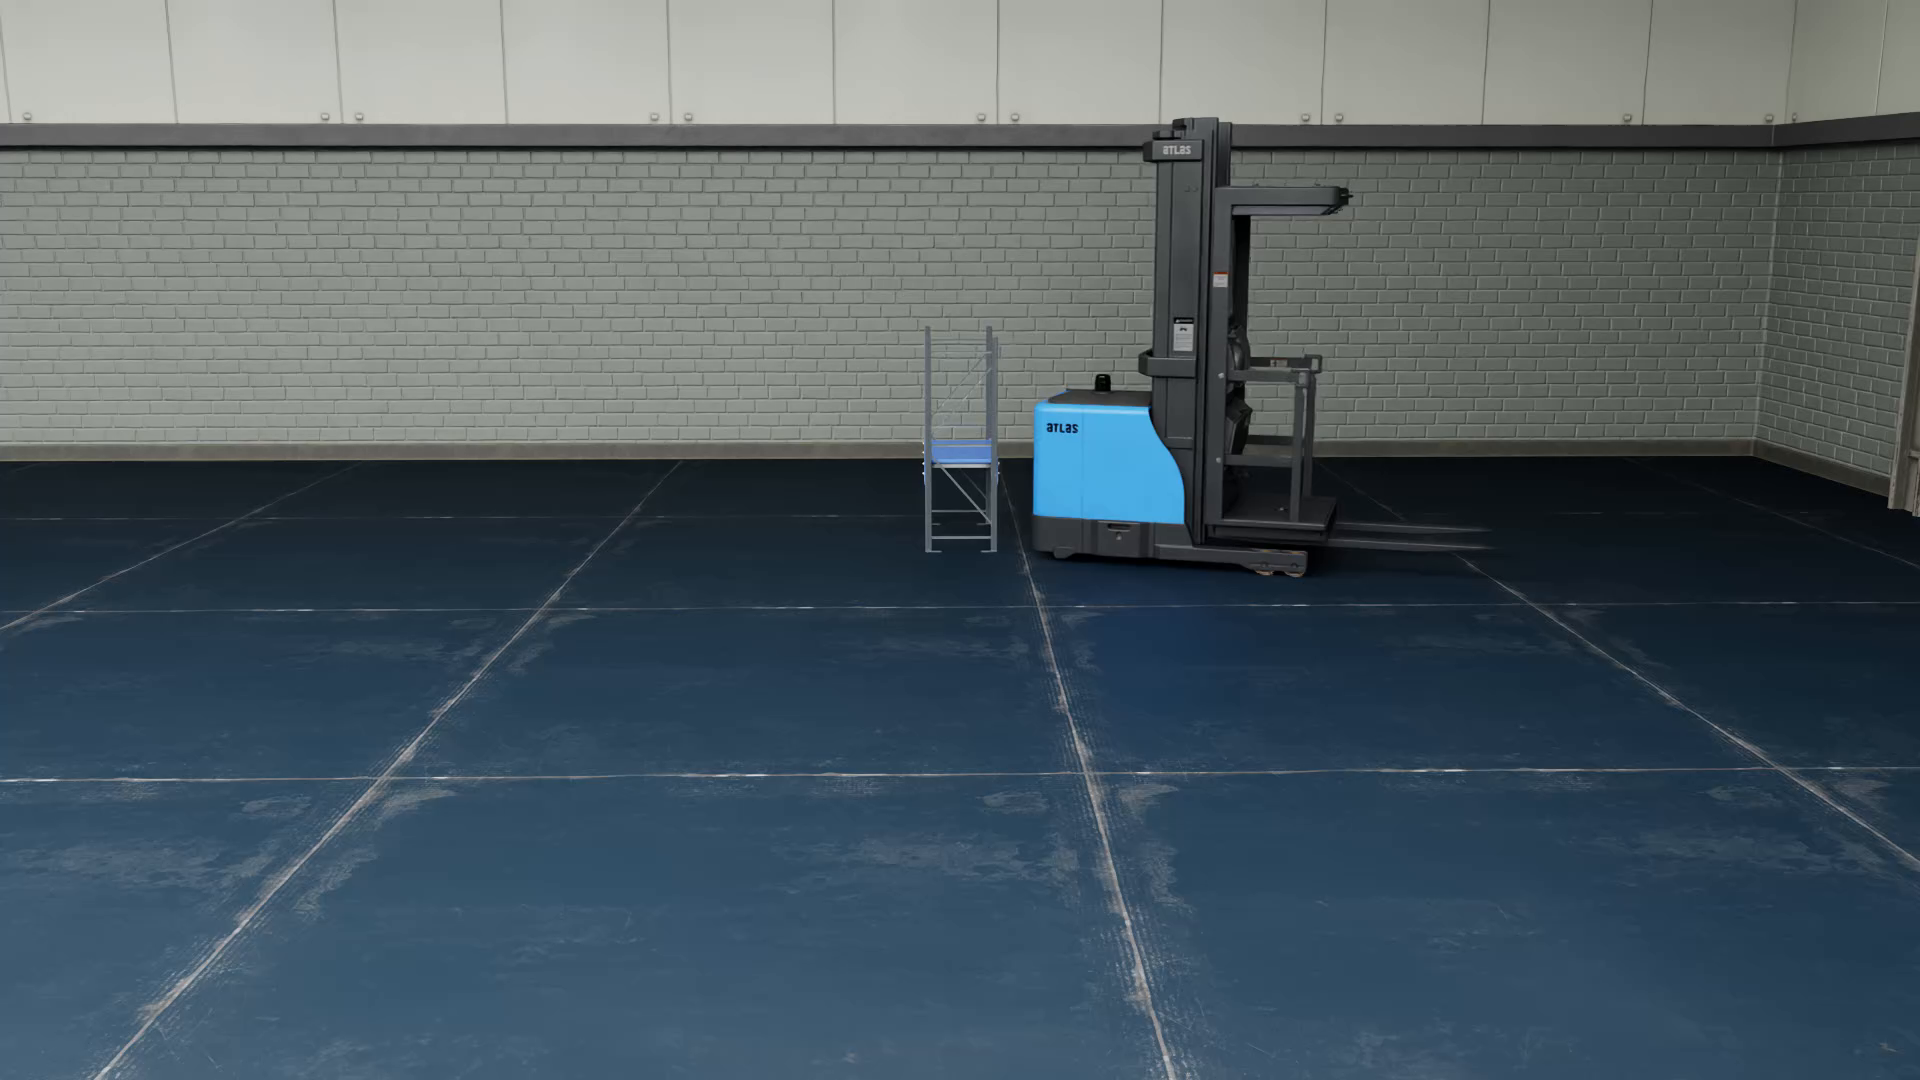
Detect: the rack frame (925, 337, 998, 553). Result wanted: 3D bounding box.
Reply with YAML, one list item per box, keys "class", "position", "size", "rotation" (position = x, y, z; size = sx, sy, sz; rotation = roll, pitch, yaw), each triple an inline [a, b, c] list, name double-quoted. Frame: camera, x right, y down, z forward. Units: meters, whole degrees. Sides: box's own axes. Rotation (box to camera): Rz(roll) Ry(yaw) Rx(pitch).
- class: "rack frame"
  position: [0.009, -0.651, 11.495]
  size: [0.500, 1.500, 0.032]
  rotation: [0, 11, -1]

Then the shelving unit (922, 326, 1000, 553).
- class: "shelving unit"
  position: [-0.002, -0.752, 11.994]
  size: [0.538, 1.500, 1.048]
  rotation: [0, 11, -1]

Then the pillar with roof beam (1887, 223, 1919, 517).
- class: "pillar with roof beam"
  position: [3.294, -4.615, 12.172]
  size: [9.100, 9.000, 0.400]
  rotation: [0, 11, -1]

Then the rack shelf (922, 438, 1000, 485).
- class: "rack shelf"
  position: [-0.002, -0.576, 12.029]
  size: [0.538, 0.185, 1.000]
  rotation: [0, 11, -1]

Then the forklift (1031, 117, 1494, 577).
- class: "forklift"
  position: [2.061, -1.311, 11.149]
  size: [3.031, 2.935, 1.130]
  rotation: [3, 12, 16]

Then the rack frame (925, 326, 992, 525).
- class: "rack frame"
  position: [-0.012, -0.853, 12.492]
  size: [0.500, 1.500, 0.032]
  rotation: [0, 11, -1]
